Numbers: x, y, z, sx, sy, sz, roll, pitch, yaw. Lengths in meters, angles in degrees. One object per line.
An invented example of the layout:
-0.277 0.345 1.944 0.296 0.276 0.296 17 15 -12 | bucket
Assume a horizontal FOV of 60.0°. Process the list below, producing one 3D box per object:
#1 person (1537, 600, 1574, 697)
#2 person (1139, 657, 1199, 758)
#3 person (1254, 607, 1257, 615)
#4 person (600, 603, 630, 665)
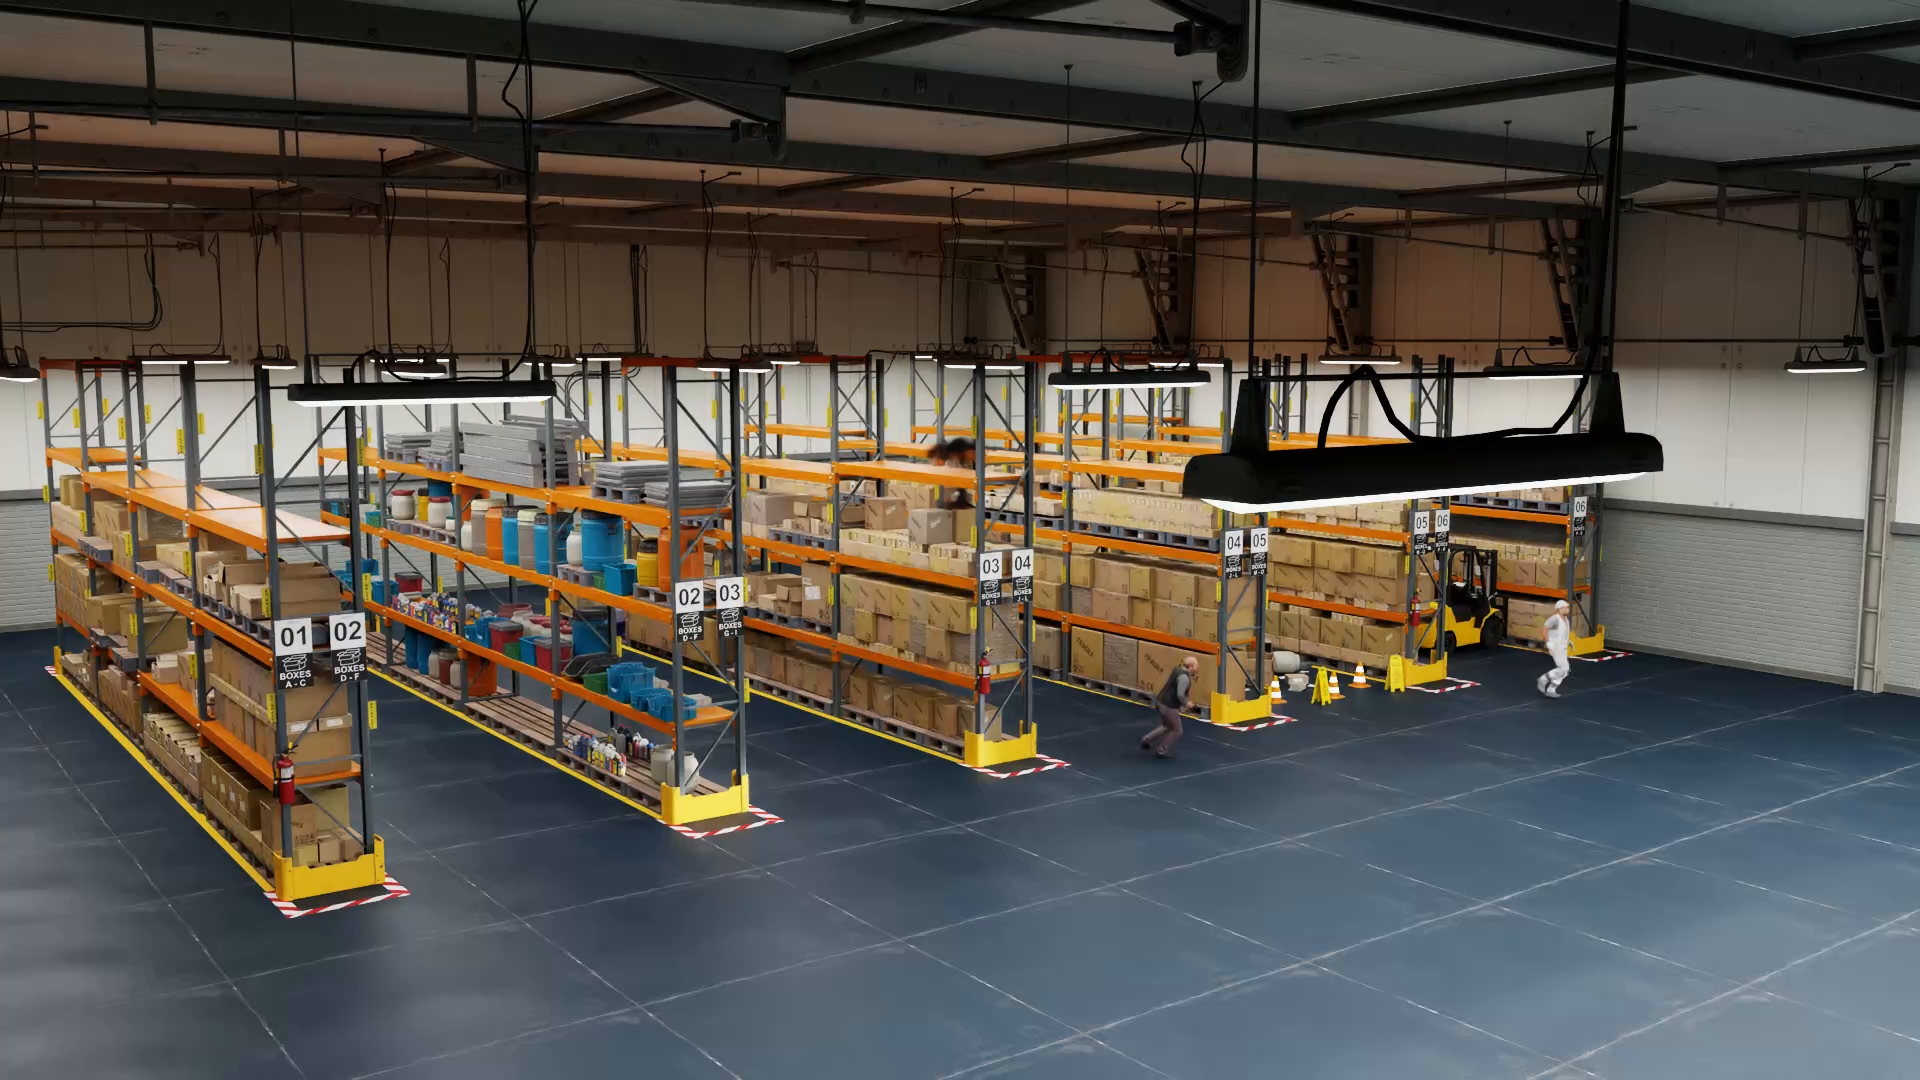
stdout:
10.666 1.925 29.655 0.538 1.714 0.701 6 9 39 | person
3.174 2.536 25.217 0.854 1.561 0.622 0 7 -4 | person
6.528 0.998 37.759 0.950 1.638 0.560 6 9 41 | person
-6.615 1.702 32.007 0.516 1.666 0.799 -5 9 -37 | person
